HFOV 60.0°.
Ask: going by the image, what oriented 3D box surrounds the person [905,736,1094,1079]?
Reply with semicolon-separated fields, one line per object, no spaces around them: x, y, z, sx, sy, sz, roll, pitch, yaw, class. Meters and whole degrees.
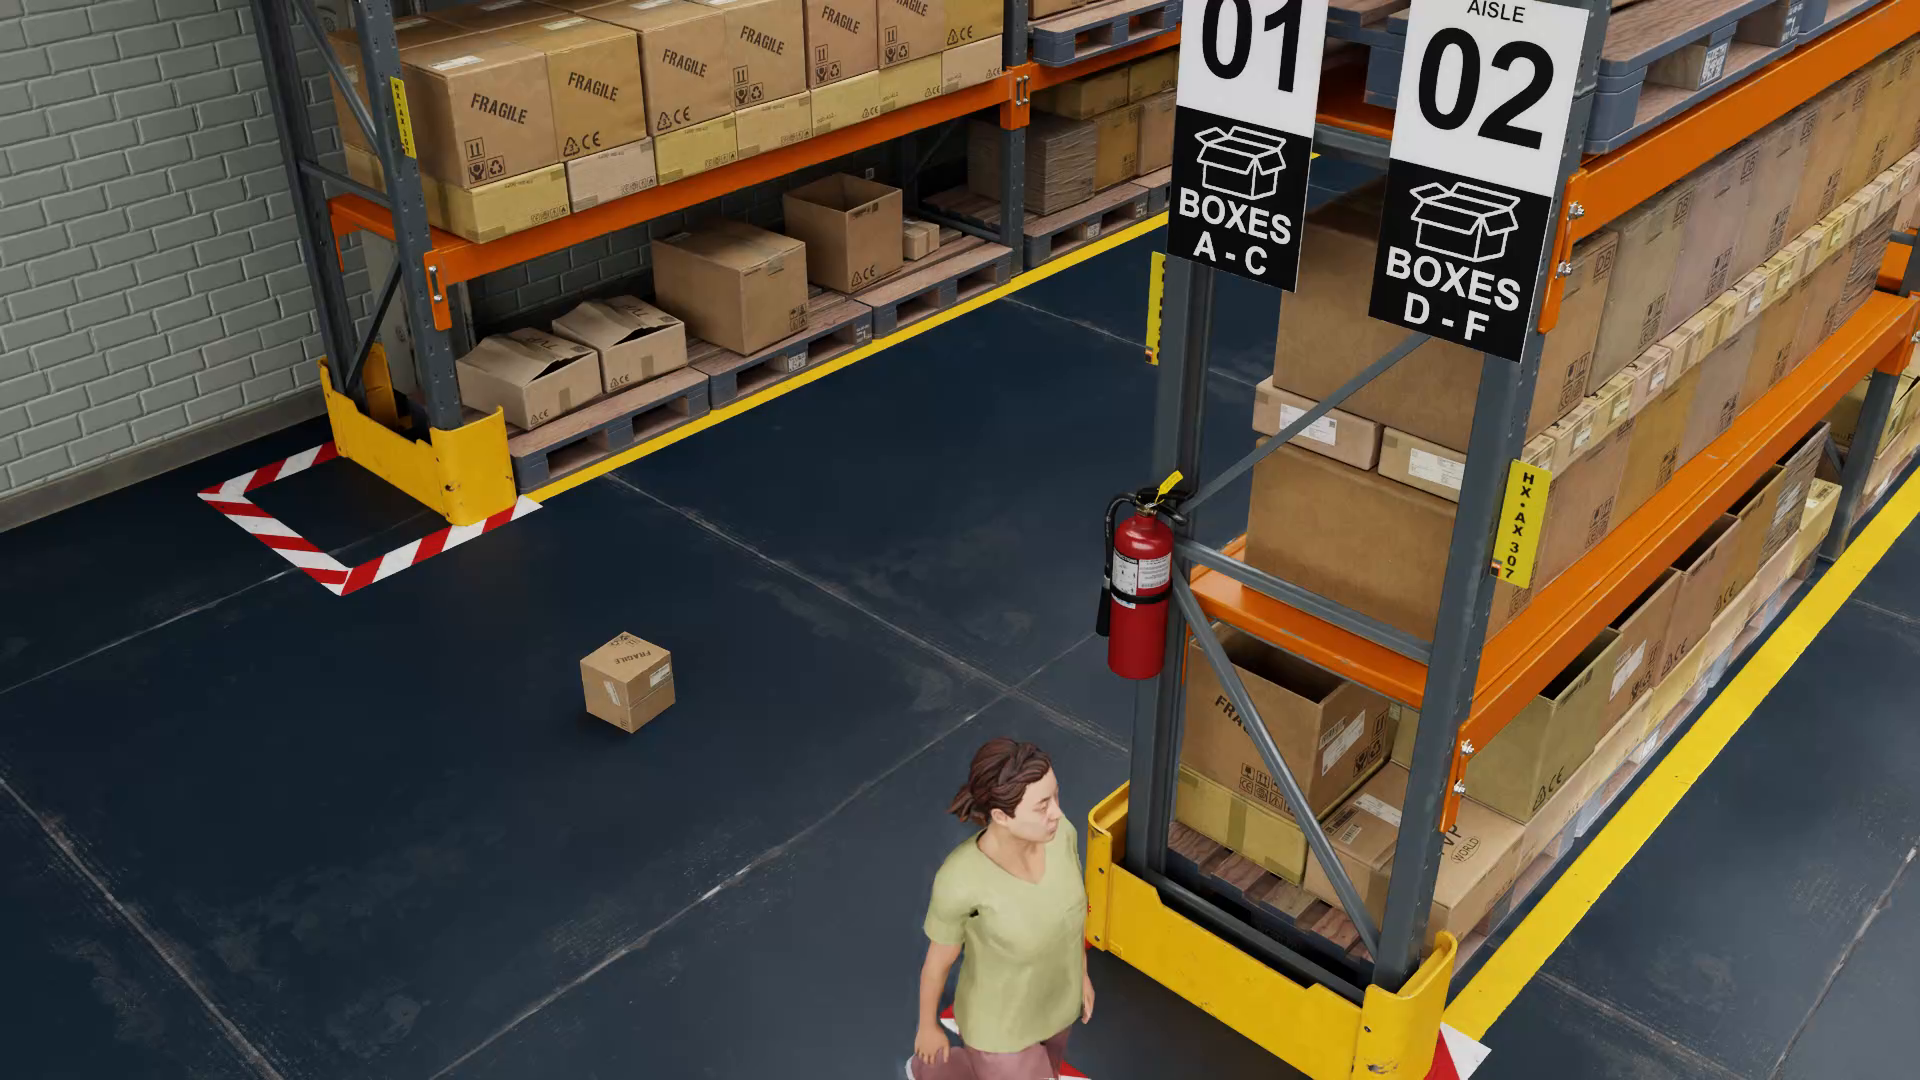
0.138;1.174;4.215;0.473;1.634;0.942;-25;39;-34;person
